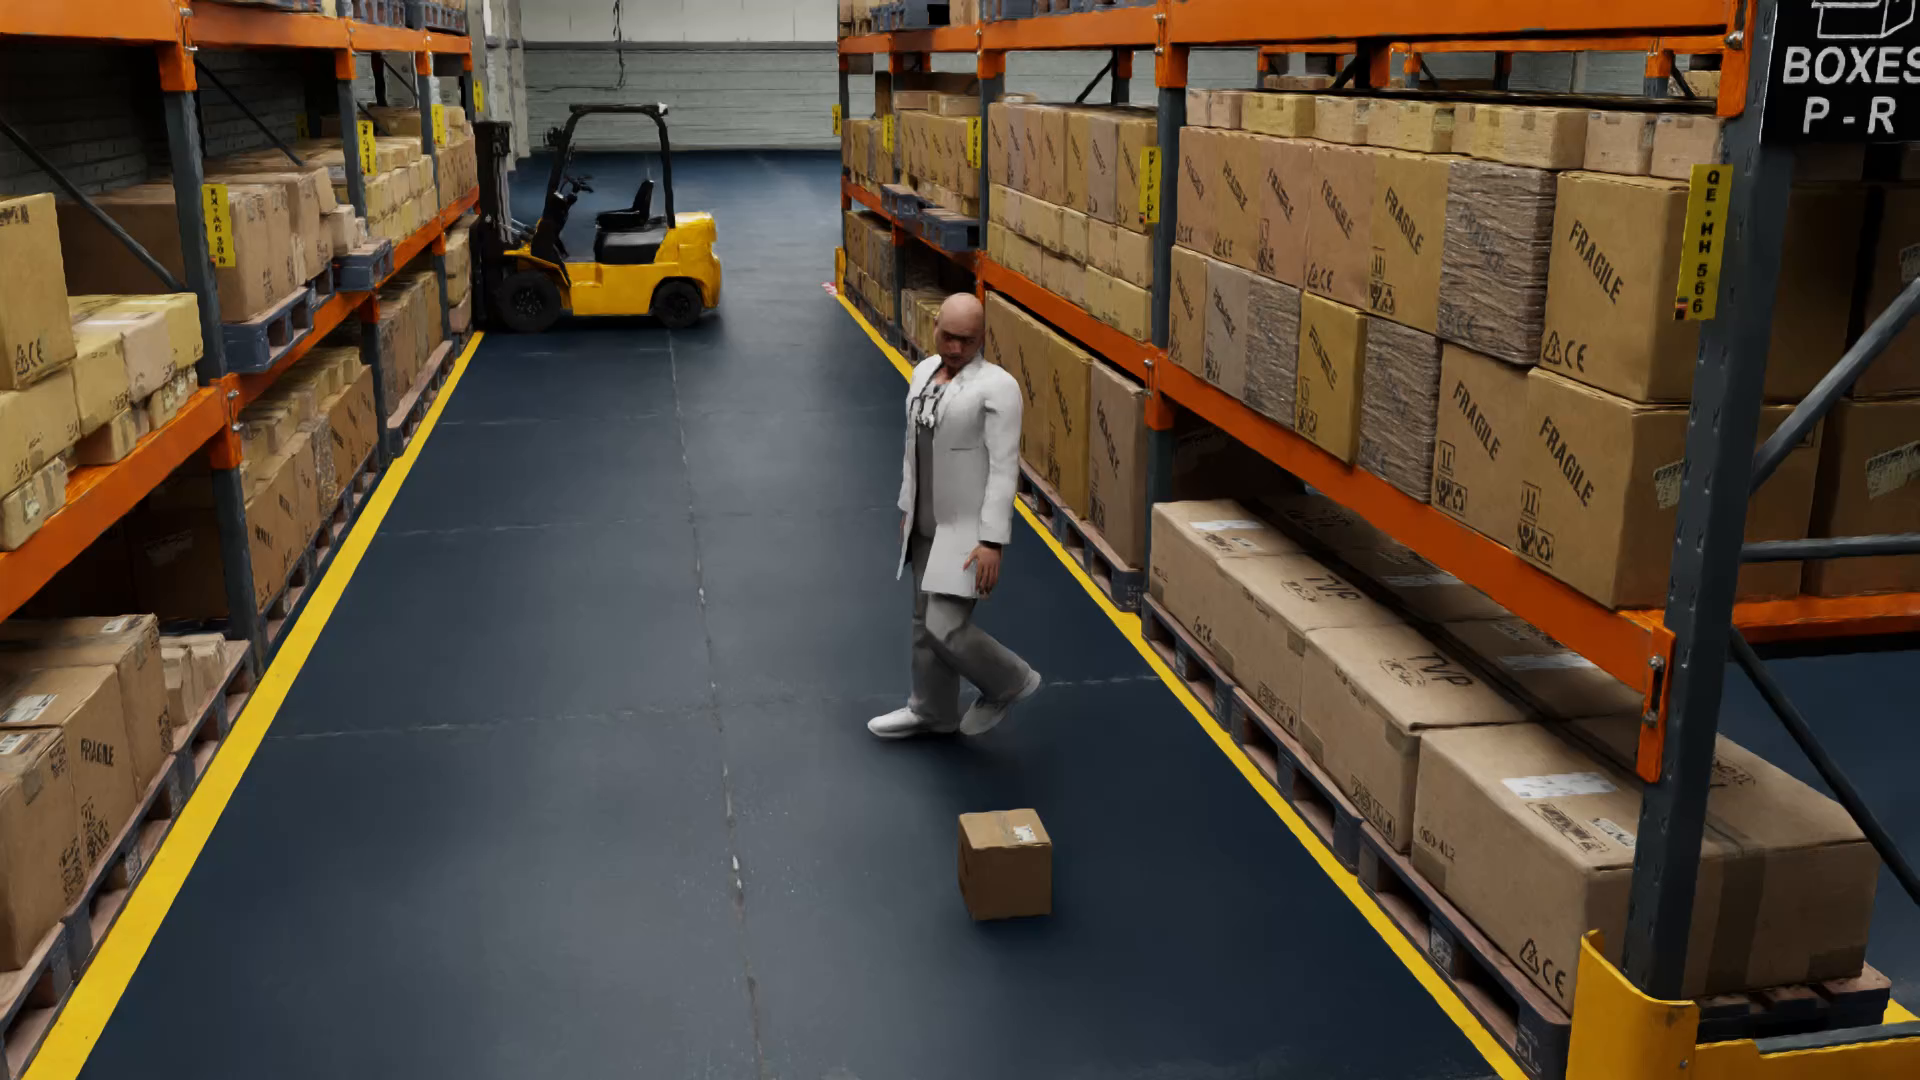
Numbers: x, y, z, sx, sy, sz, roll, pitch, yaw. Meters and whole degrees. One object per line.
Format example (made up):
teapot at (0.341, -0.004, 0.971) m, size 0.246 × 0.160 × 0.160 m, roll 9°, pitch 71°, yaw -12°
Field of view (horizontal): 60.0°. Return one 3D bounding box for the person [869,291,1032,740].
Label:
person at (0.008, -0.051, 6.185) m, size 0.562 × 1.764 × 0.664 m, roll -14°, pitch 21°, yaw -40°
